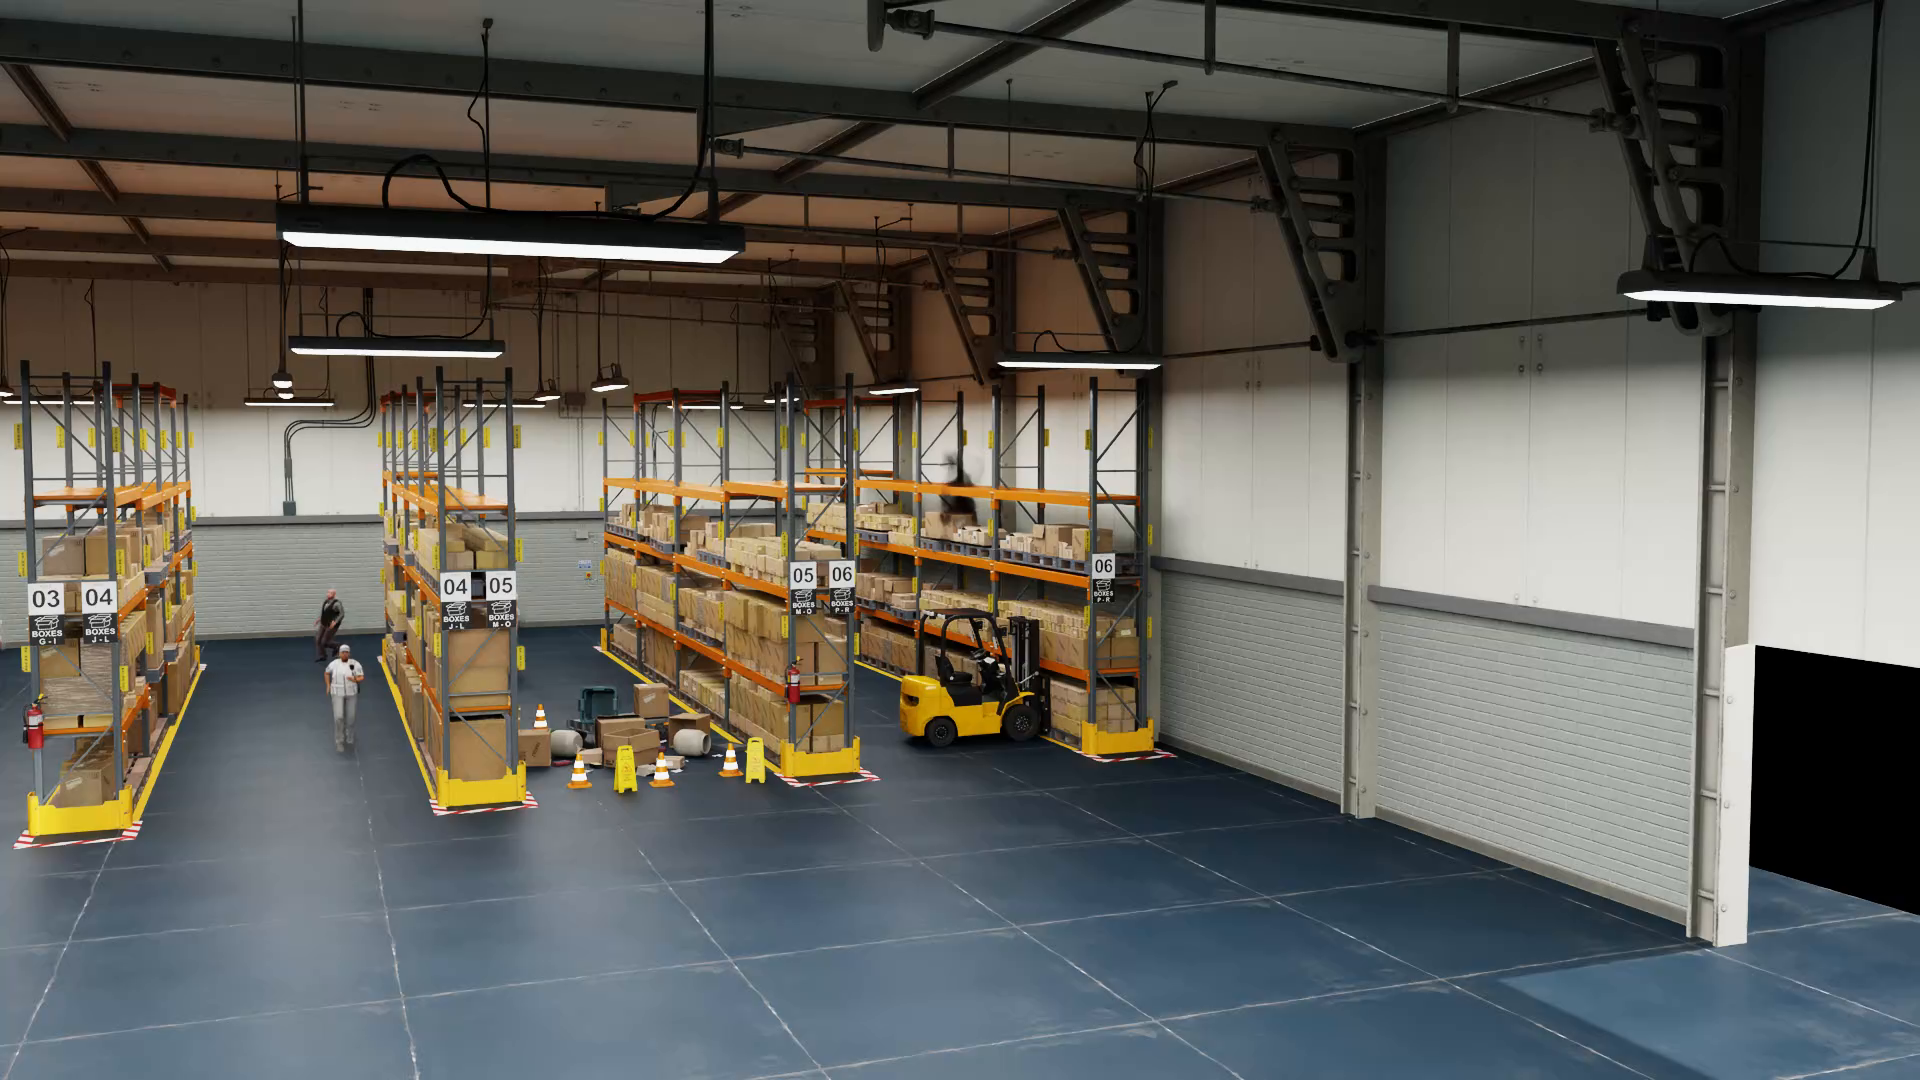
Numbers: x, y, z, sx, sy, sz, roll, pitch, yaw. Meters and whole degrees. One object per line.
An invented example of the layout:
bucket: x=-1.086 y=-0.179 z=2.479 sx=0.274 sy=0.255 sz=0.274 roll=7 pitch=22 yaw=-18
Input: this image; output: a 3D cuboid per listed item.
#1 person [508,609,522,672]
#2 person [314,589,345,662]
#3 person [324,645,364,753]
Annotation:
person: x=-9.802 y=1.983 z=35.749 sx=0.649 sy=1.830 sz=0.762 roll=-2 pitch=4 yaw=-29
person: x=-14.183 y=1.926 z=37.514 sx=0.701 sy=1.661 sz=0.560 roll=2 pitch=4 yaw=28
person: x=-9.963 y=2.551 z=26.938 sx=0.582 sy=1.726 sz=0.756 roll=-2 pitch=4 yaw=-25
